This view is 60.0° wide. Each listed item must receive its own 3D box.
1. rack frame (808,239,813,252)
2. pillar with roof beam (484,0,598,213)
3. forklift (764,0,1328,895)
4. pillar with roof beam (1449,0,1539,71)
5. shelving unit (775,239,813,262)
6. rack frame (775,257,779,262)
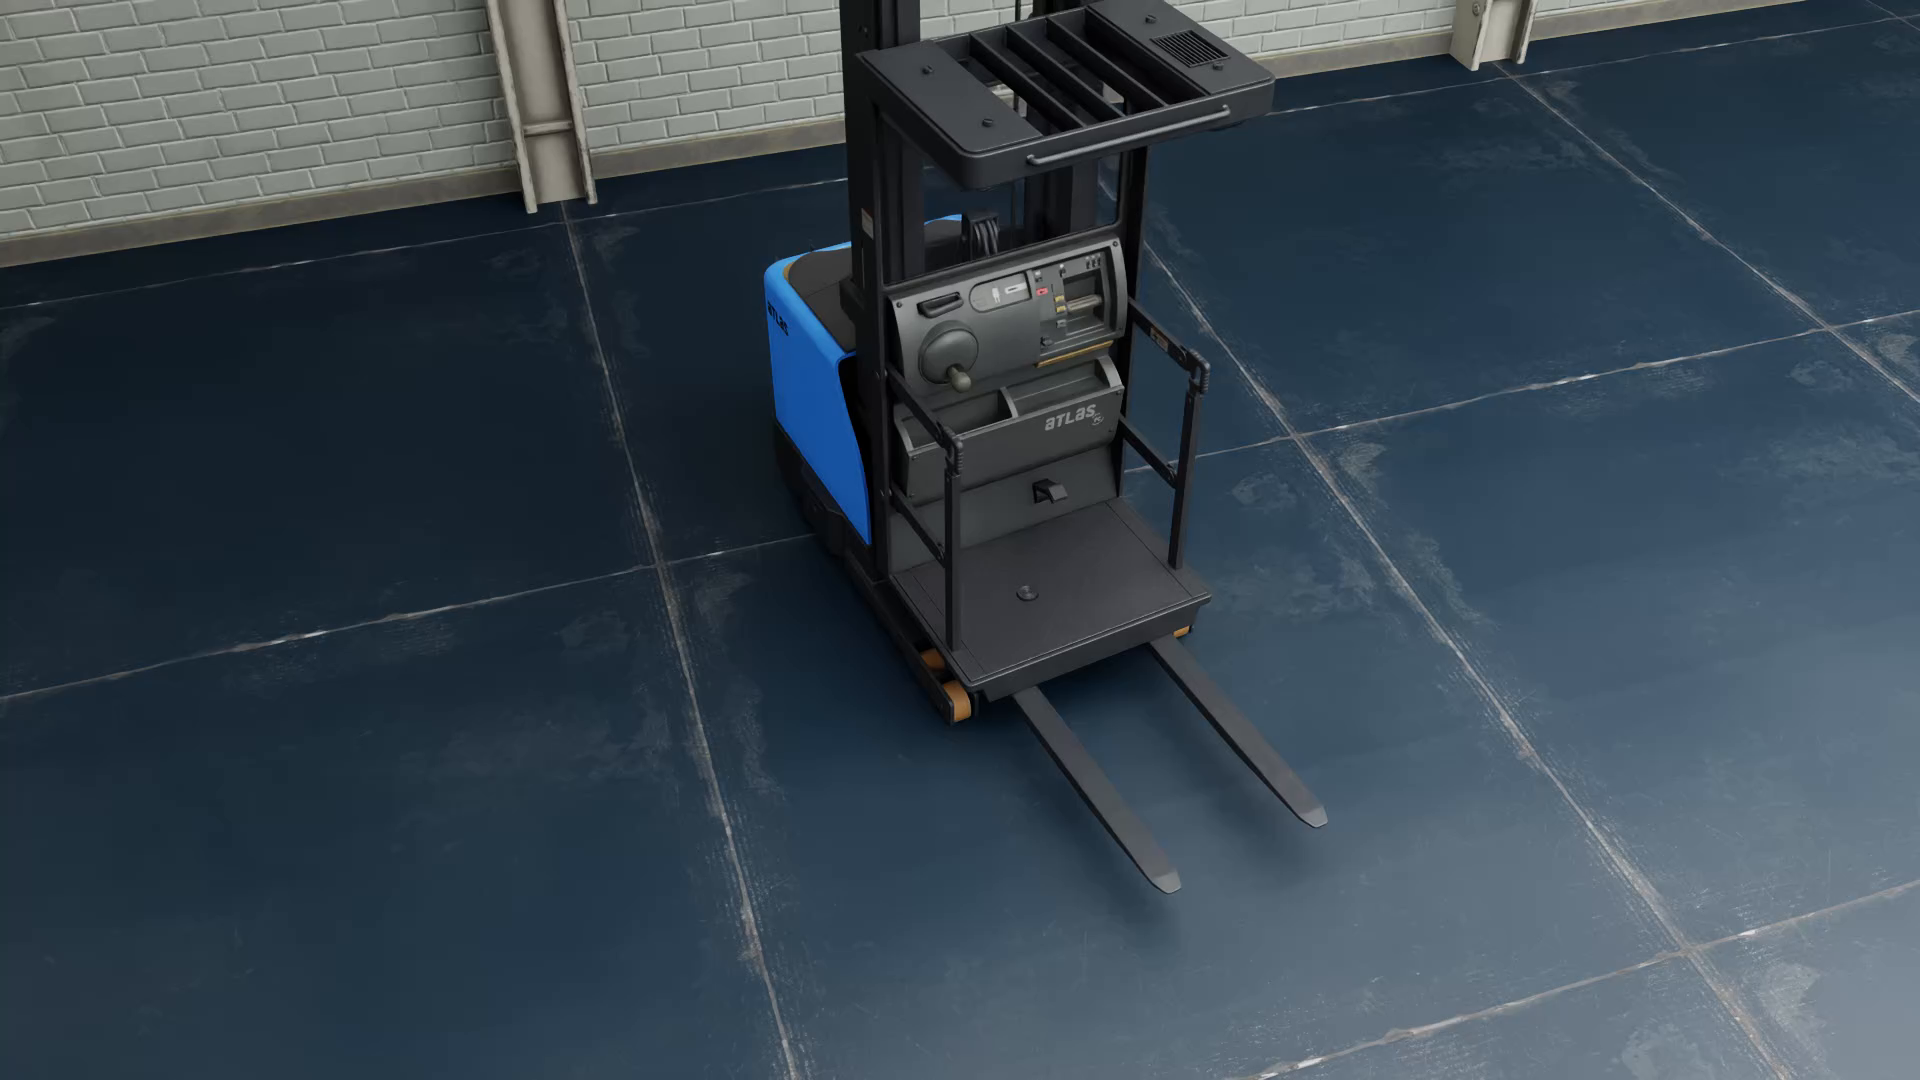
[{"bbox_3d":[-0.586,-0.951,7.655,0.240,0.900,0.006,31,50,30],"label":"rack frame"},{"bbox_3d":[-0.998,-2.659,3.454,0.400,9.000,9.100,-12,42,-13],"label":"pillar with roof beam"},{"bbox_3d":[0.290,-0.737,5.866,1.130,2.935,3.031,-19,45,-20],"label":"forklift"},{"bbox_3d":[4.725,-3.845,4.811,0.400,9.000,9.100,-12,42,-13],"label":"pillar with roof beam"},{"bbox_3d":[-0.654,-0.902,7.598,0.258,0.900,0.210,31,50,30],"label":"shelving unit"},{"bbox_3d":[-0.723,-0.852,7.541,0.240,0.900,0.006,31,50,30],"label":"rack frame"}]
